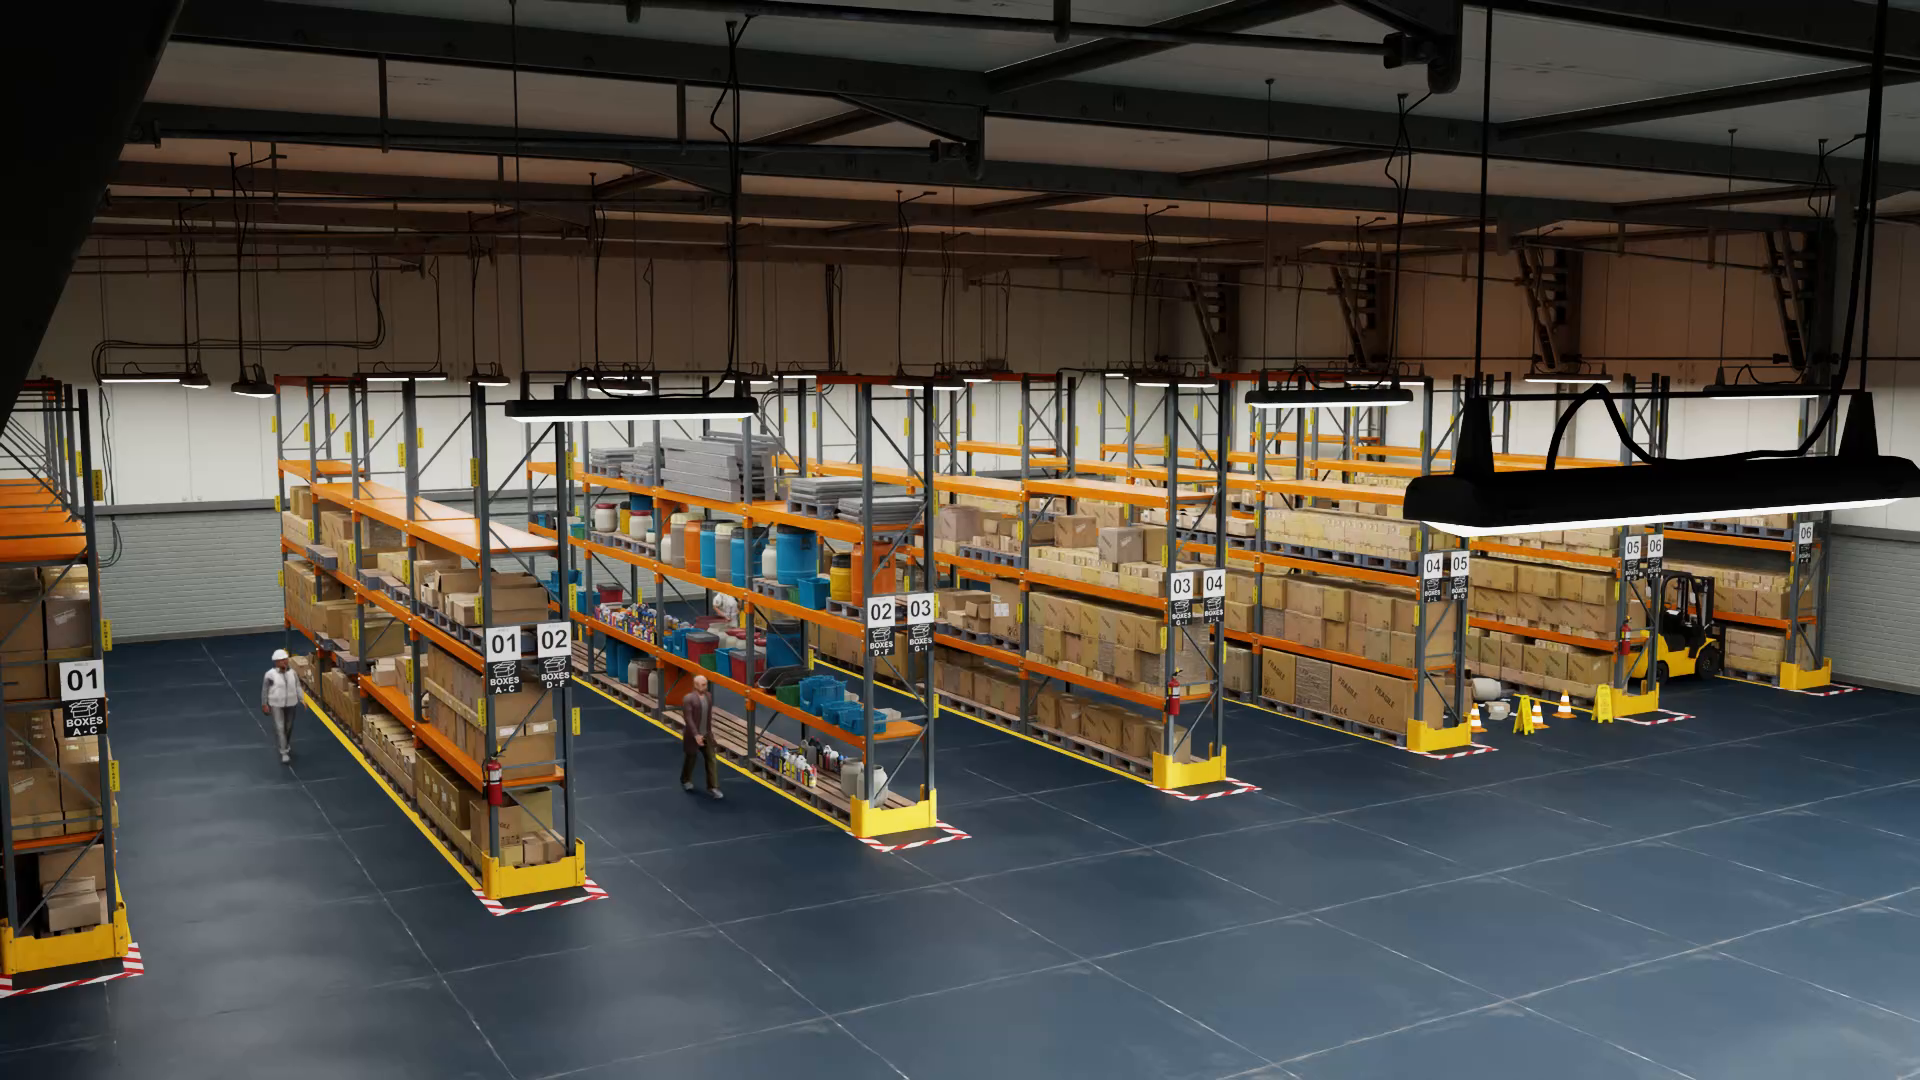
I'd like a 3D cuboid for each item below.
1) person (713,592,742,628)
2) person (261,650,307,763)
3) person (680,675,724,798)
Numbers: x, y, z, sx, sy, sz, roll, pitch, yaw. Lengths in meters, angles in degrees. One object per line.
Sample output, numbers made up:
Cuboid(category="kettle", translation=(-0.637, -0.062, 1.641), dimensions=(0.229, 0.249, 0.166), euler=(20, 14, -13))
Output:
Cuboid(category="person", translation=(-4.913, 1.648, 35.222), dimensions=(0.672, 1.682, 0.736), euler=(-2, 7, -21))
Cuboid(category="person", translation=(-10.693, 2.589, 26.292), dimensions=(0.635, 1.718, 1.065), euler=(-4, 7, -33))
Cuboid(category="person", translation=(-3.752, 2.821, 24.133), dimensions=(0.562, 1.730, 1.037), euler=(-5, 8, -41))
